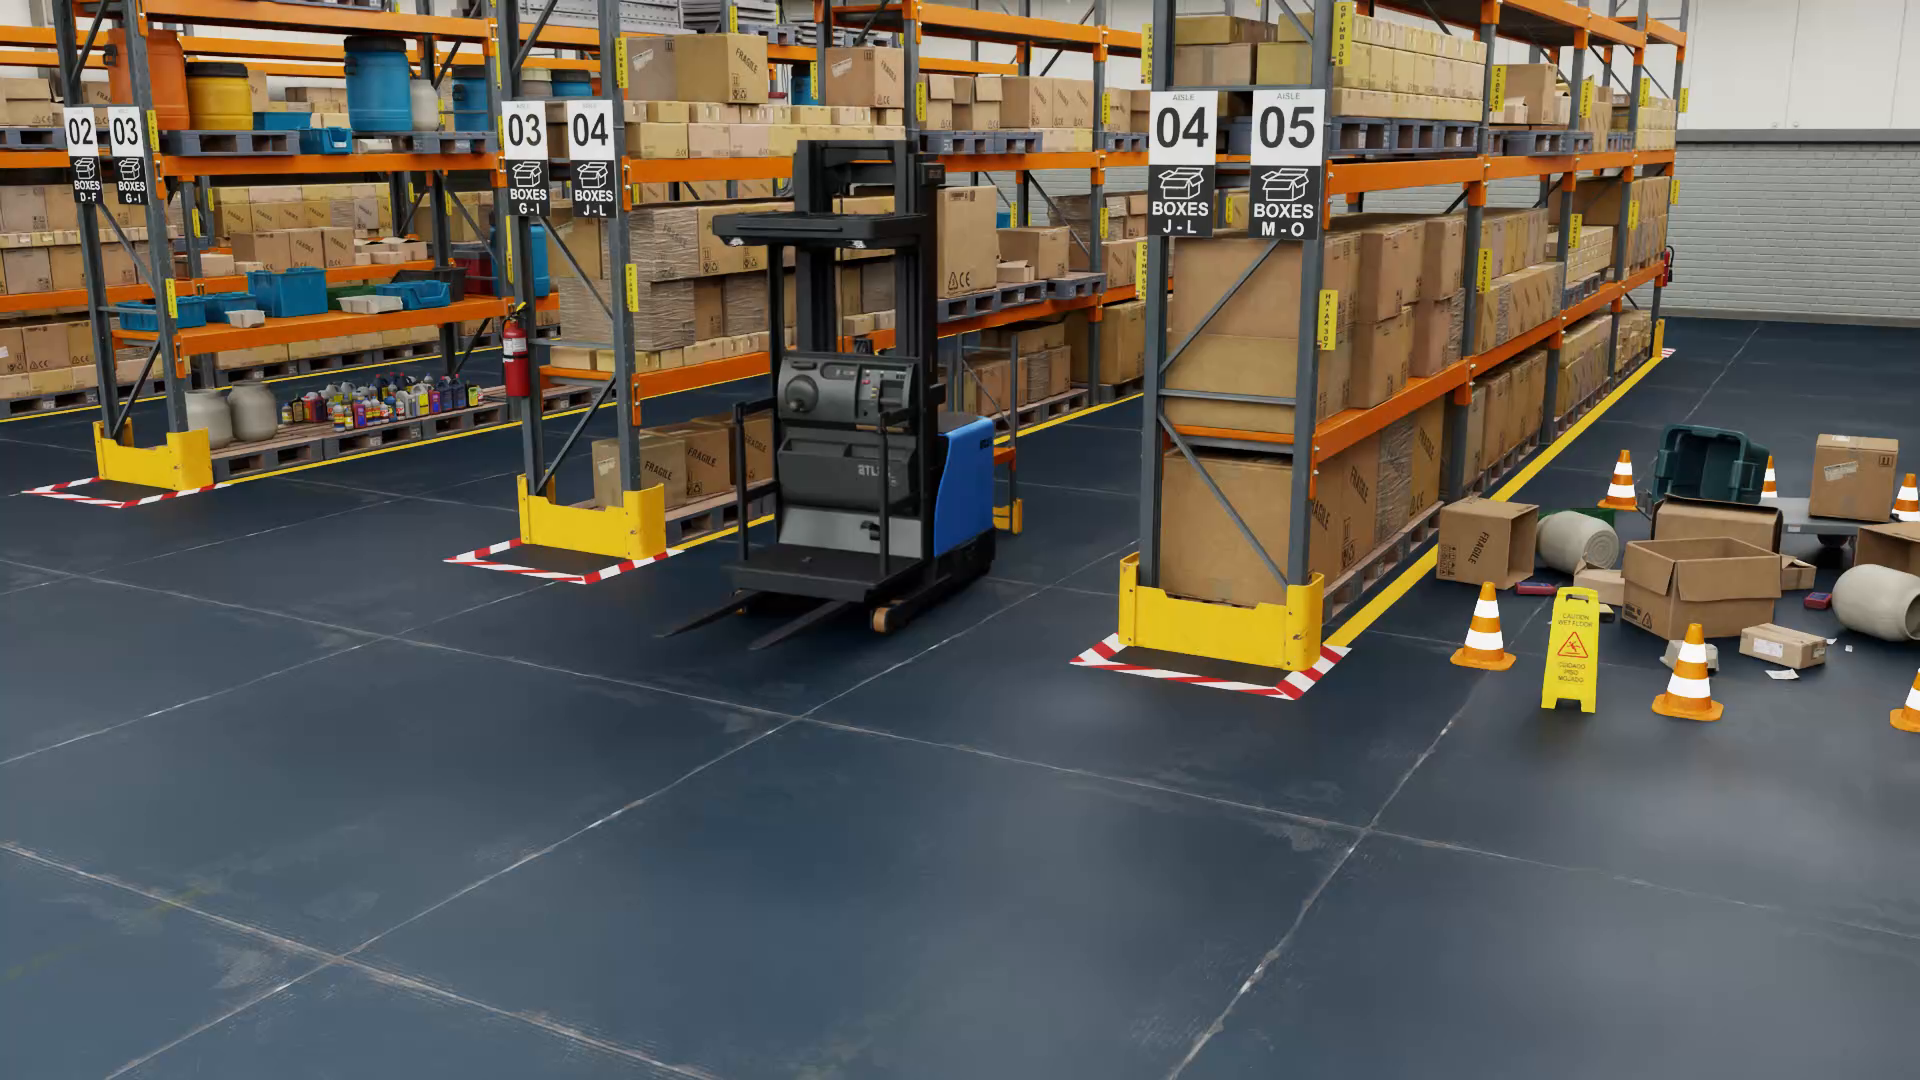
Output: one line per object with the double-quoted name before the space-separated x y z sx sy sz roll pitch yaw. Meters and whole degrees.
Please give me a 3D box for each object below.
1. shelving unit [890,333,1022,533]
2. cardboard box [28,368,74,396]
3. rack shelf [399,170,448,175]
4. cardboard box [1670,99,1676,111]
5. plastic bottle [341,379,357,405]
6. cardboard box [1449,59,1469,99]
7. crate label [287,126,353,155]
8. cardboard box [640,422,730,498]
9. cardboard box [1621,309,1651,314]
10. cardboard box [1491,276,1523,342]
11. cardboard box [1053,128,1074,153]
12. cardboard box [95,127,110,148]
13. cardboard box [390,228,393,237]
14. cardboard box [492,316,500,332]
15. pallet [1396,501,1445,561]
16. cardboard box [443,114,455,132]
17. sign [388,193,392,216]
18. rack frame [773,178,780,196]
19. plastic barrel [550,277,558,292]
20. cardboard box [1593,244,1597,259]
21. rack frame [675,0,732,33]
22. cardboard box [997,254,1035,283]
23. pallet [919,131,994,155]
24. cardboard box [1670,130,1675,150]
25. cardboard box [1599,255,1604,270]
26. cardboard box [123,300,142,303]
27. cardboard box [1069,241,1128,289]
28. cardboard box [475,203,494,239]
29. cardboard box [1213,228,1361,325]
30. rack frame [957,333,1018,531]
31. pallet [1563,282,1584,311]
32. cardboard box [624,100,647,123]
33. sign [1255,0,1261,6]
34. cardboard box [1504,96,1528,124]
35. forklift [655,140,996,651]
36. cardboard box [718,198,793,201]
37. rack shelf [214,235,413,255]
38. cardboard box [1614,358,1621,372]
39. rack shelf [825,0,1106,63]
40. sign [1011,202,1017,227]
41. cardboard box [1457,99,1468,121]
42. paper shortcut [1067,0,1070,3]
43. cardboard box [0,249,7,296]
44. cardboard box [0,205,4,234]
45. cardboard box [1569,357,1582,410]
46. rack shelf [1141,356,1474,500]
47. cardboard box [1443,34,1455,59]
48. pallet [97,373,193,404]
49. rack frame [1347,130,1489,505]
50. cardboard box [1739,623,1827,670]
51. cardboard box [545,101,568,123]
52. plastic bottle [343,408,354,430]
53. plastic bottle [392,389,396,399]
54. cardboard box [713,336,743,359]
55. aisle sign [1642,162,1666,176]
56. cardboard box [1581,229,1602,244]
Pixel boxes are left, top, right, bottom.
"shelving unit" -0.028 -0.721 12.326 0.587 1.500 1.083 7 15 27
"cardboard box" -10.249 -1.778 18.481 0.500 0.250 0.500 7 15 28
"rack shelf" -6.595 -5.679 24.823 1.077 0.370 4.000 7 15 28
"cardboard box" 9.365 -5.816 22.260 0.380 0.149 0.250 7 15 28
"plastic bottle" -6.212 -1.459 16.898 0.144 0.351 0.185 7 15 28
"cardboard box" 3.209 -3.182 11.509 0.500 0.250 0.500 7 15 28
"crate label" -5.901 -3.689 15.353 0.502 0.251 0.408 7 15 28
"cardboard box" -2.184 -0.637 13.213 0.500 0.500 0.500 13 19 43
"cardboard box" 9.234 -3.065 22.766 0.380 0.149 0.250 8 15 29
"cardboard box" 4.445 -1.965 14.072 0.500 0.500 0.500 7 15 28
"cardboard box" 0.865 -4.193 17.447 0.500 0.250 0.500 7 15 28
"cardboard box" -12.608 -5.983 24.287 0.797 0.503 0.637 10 17 36
"cardboard box" -9.882 -5.327 28.723 0.380 0.149 0.250 8 15 29
"cardboard box" -6.844 -3.328 24.331 0.500 0.500 0.500 7 15 26
"pallet" 3.031 -0.131 12.625 1.003 0.211 1.213 7 15 28
"cardboard box" -7.381 -5.760 23.412 0.910 0.500 0.500 7 15 28
"sign" -8.042 -4.744 23.509 0.100 0.325 0.005 7 15 28
"rack frame" -3.695 -5.801 30.196 1.000 3.000 0.127 7 15 28
"plastic barrel" -4.507 -3.015 18.348 0.433 0.535 0.433 0 14 0
"cardboard box" 6.811 -3.183 18.340 0.380 0.149 0.250 6 15 25
"rack frame" -3.228 -6.514 20.354 1.000 3.000 0.127 7 15 28
"cardboard box" 0.538 -2.803 17.150 0.396 0.266 0.258 7 15 26
"pallet" -0.434 -3.698 15.471 1.213 0.211 1.003 7 15 28
"cardboard box" 9.280 -5.357 22.275 0.500 0.250 0.500 7 15 27
"cardboard box" 7.069 -3.148 18.833 0.380 0.149 0.250 7 15 28
"cardboard box" -12.554 -3.473 24.933 0.700 0.500 0.500 7 15 28
"cardboard box" 1.581 -3.154 19.003 0.500 0.500 0.500 8 16 30
"cardboard box" -6.747 -4.721 24.605 0.700 0.500 0.500 11 17 38
"cardboard box" 1.932 -1.606 10.169 0.875 0.550 0.550 7 15 28
"rack frame" 0.204 -0.825 12.756 0.500 1.500 0.032 7 15 27
"pallet" 5.652 -2.519 16.991 1.213 0.211 1.003 7 15 28
"cardboard box" -2.424 -3.005 11.666 0.380 0.149 0.250 7 15 28
"sign" 4.493 -8.190 24.972 0.100 0.325 0.005 7 15 28
"cardboard box" 4.557 -3.639 14.004 0.396 0.266 0.258 7 15 28
"forklift" -0.806 -0.965 10.282 1.130 2.935 3.031 6 15 23
"cardboard box" -1.748 -2.627 14.047 0.500 0.500 0.500 7 15 28
"rack shelf" -10.933 -4.781 27.499 1.077 0.370 4.000 7 15 28
"cardboard box" 7.792 -2.131 20.160 0.380 0.149 0.250 7 15 26
"rack shelf" 0.141 -4.999 16.455 1.077 0.370 4.000 7 15 28
"sign" 0.620 -3.662 18.852 0.100 0.325 0.005 7 15 28
"cardboard box" 3.326 -3.006 11.630 0.380 0.149 0.250 8 16 29
"paper shortcut" 1.287 -6.351 19.381 0.009 0.170 0.078 19 -11 25
"cardboard box" -10.698 -2.871 17.829 0.700 0.500 0.500 7 15 28
"cardboard box" -10.675 -3.515 17.732 0.700 0.500 0.500 7 15 28
"cardboard box" 6.206 -1.663 17.468 0.500 0.500 0.500 8 15 29
"rack shelf" 2.500 -0.873 11.291 1.077 0.370 4.000 7 15 28
"cardboard box" 3.081 -3.291 11.108 0.380 0.149 0.250 7 15 28
"pallet" -9.917 -1.825 19.654 1.003 0.211 1.213 7 15 28
"rack frame" 3.467 -1.633 12.908 1.000 3.000 0.127 7 15 28
"cardboard box" 4.781 0.616 9.662 0.250 0.149 0.380 -8 16 -30
"cardboard box" -2.898 -3.067 11.924 0.380 0.149 0.250 7 15 28
"plastic bottle" -5.896 -1.168 16.010 0.097 0.201 0.097 0 14 0
"plastic bottle" -5.645 -1.379 16.711 0.061 0.283 0.133 7 15 28
"cardboard box" -1.912 -1.508 12.923 0.380 0.149 0.250 7 15 28
"aisle sign" 9.566 -5.340 22.737 0.394 0.787 0.004 7 15 28
"cardboard box" 6.929 -3.380 18.522 0.380 0.149 0.250 7 15 28
